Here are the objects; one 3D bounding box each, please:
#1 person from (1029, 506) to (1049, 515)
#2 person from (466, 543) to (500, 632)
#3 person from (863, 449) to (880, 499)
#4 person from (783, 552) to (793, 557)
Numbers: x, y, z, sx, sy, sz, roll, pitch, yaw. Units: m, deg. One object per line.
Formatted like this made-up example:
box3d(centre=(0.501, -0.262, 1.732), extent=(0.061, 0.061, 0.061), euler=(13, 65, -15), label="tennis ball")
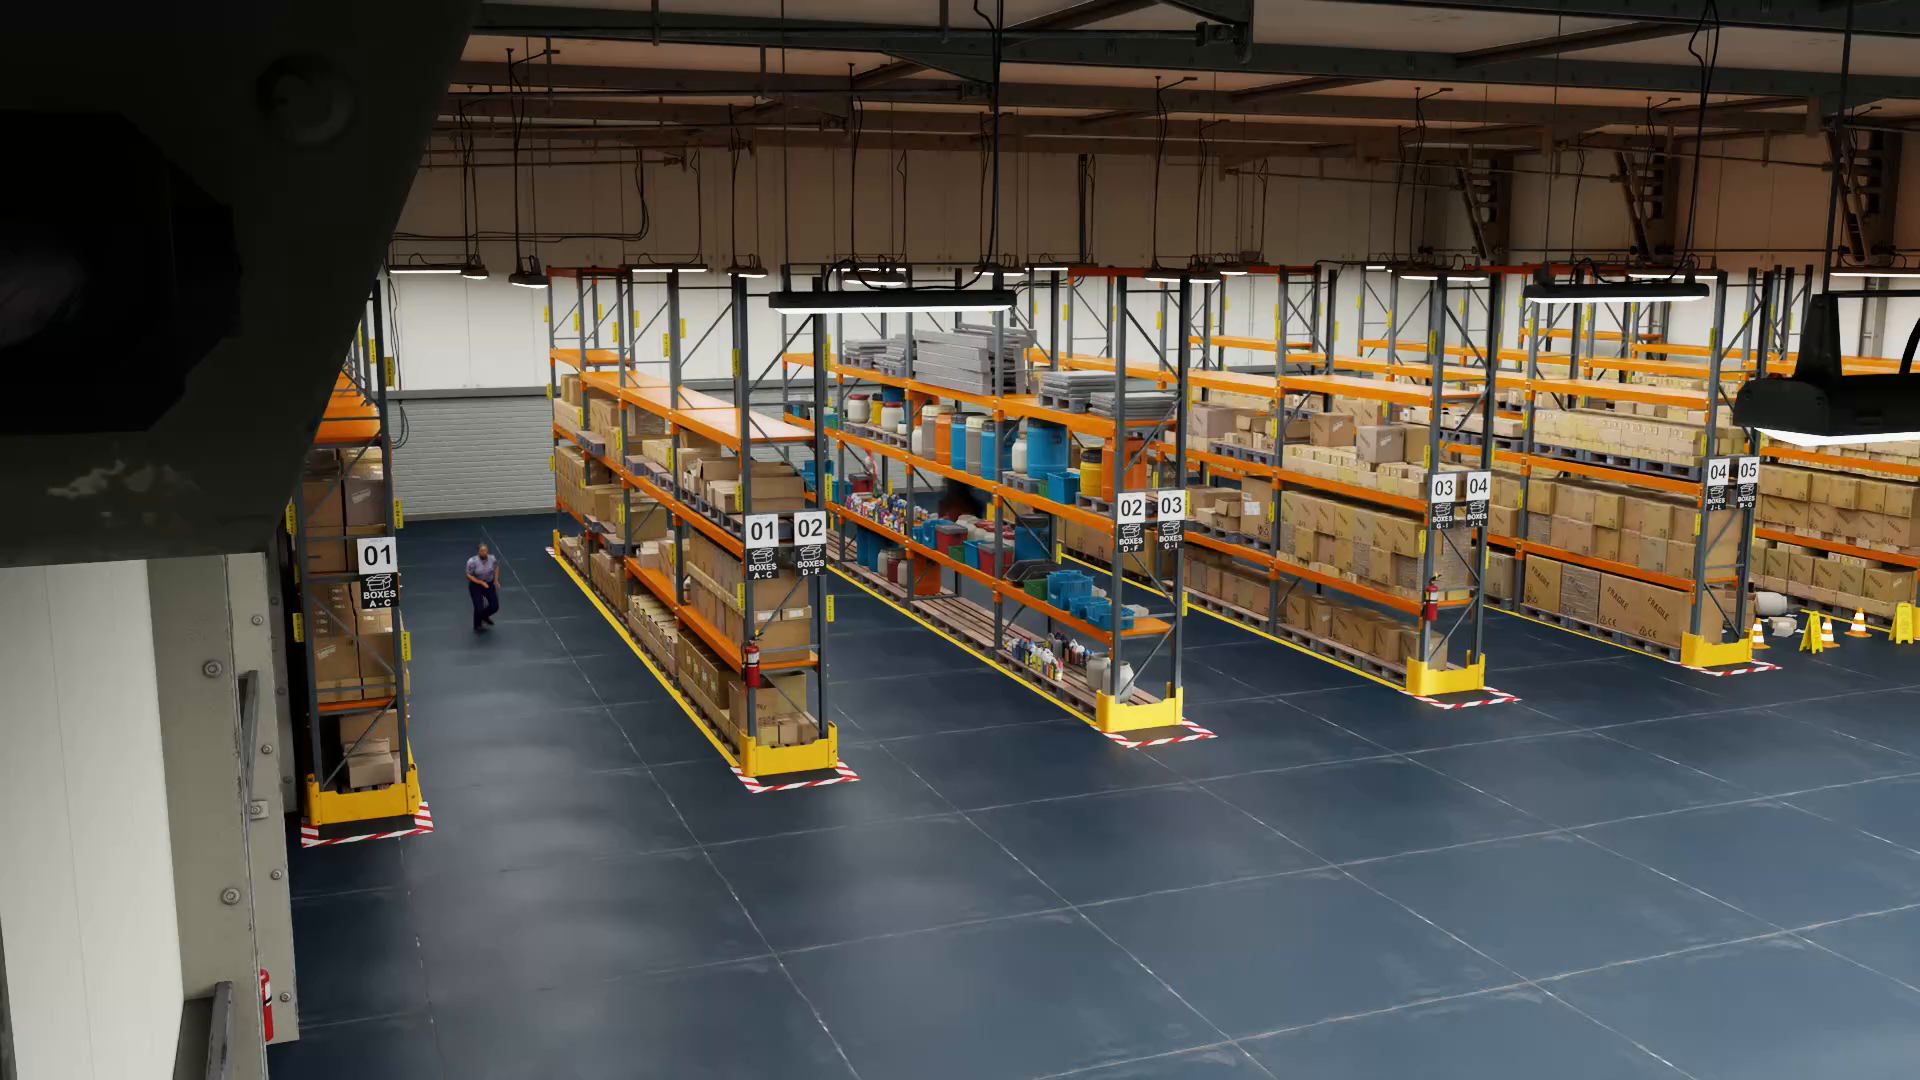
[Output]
box3d(centre=(1.686, -0.477, 32.936), extent=(0.635, 1.745, 0.651), euler=(-4, 11, -23), label="person")
box3d(centre=(-7.978, 0.783, 27.777), extent=(0.592, 1.538, 0.733), euler=(-8, 13, -38), label="person")
box3d(centre=(-2.167, -1.318, 39.053), extent=(0.557, 1.794, 0.654), euler=(1, 10, 5), label="person")
box3d(centre=(-3.281, -0.164, 31.516), extent=(0.592, 1.710, 0.743), euler=(-4, 11, -19), label="person")
